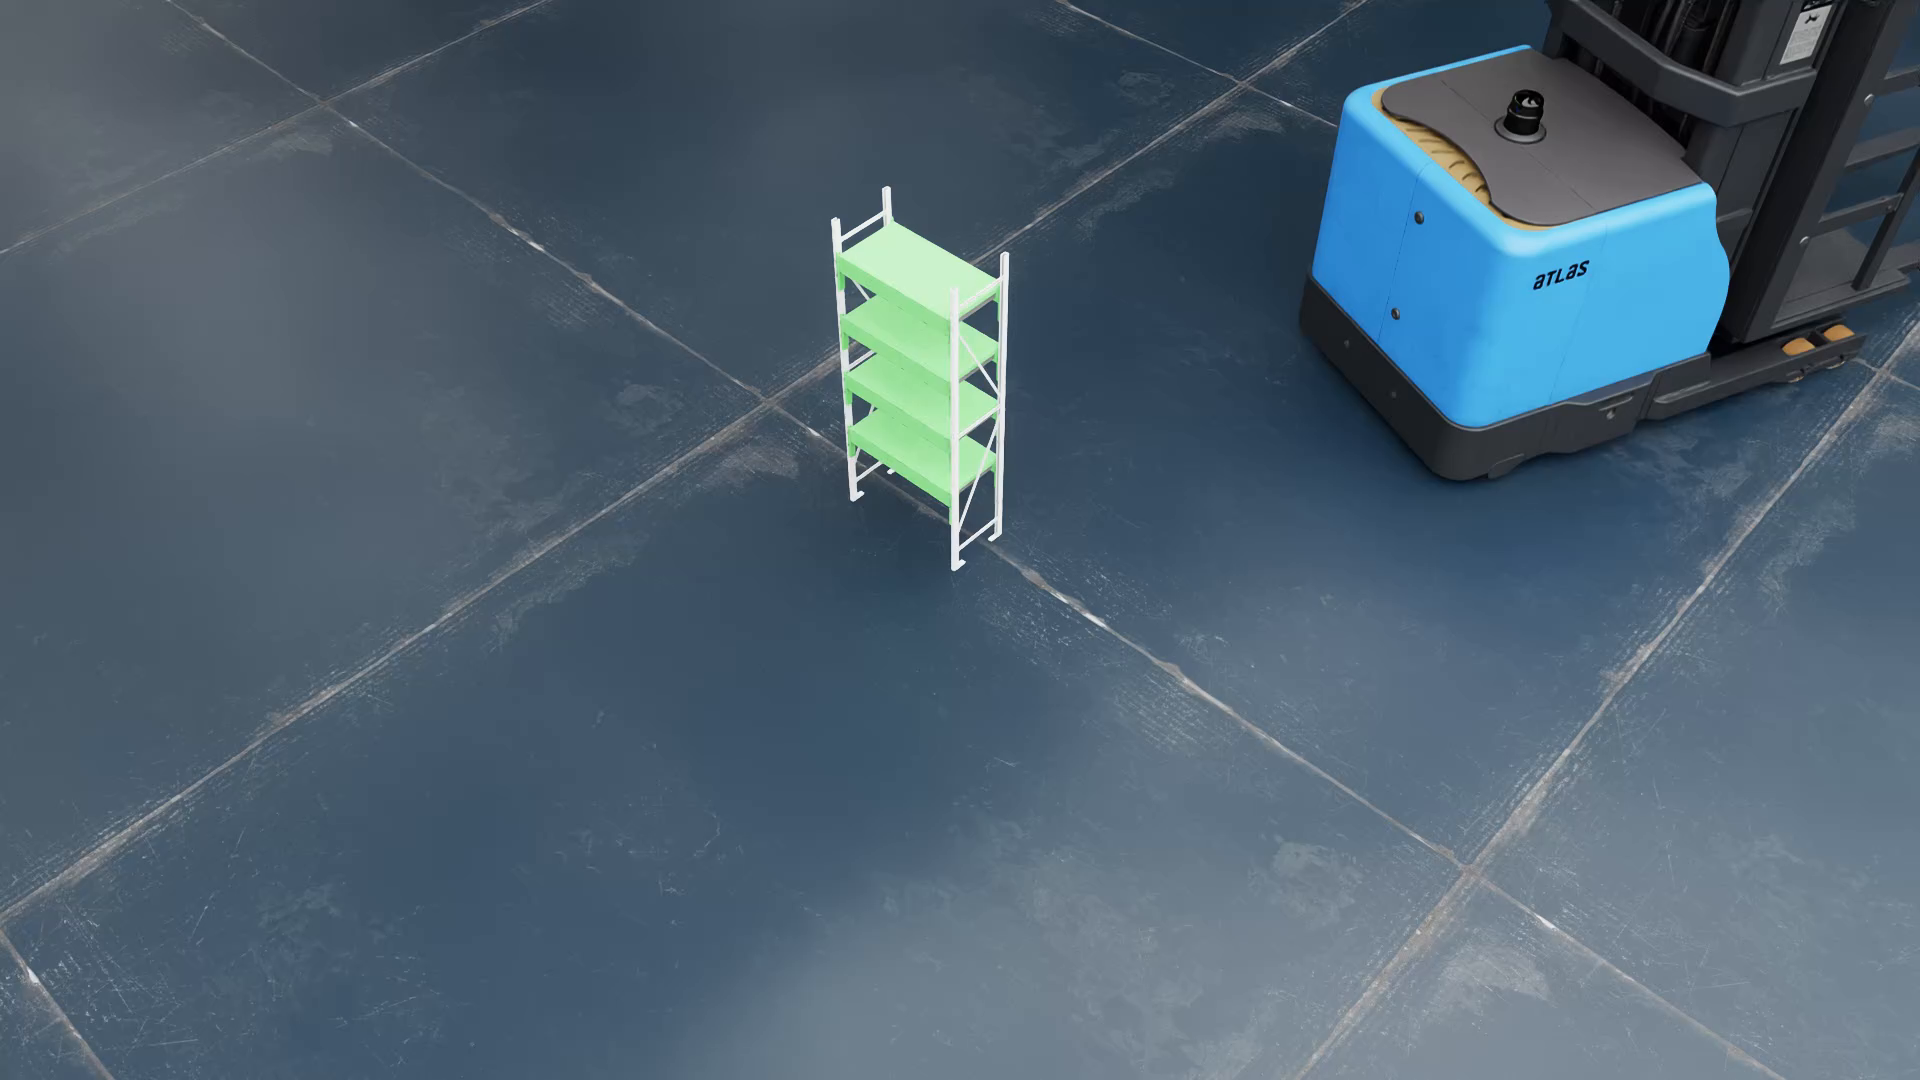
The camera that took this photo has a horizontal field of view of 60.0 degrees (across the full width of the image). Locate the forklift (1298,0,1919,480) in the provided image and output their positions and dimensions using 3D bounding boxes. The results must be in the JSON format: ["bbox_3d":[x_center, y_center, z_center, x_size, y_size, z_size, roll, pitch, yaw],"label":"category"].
[{"bbox_3d":[2.875,-1.937,5.558,3.031,2.935,1.130,-18,49,-16],"label":"forklift"}]

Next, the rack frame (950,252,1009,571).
[{"bbox_3d":[0.058,-0.372,5.276,0.015,1.200,0.240,34,55,28],"label":"rack frame"}]

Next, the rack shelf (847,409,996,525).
[{"bbox_3d":[-0.122,-0.285,5.611,0.480,0.148,0.258,34,55,28],"label":"rack shelf"}]

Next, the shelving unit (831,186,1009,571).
[{"bbox_3d":[-0.122,-0.493,5.389,0.503,1.200,0.258,34,55,28],"label":"shelving unit"}]

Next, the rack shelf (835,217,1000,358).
[{"bbox_3d":[-0.122,-0.777,5.086,0.480,0.148,0.258,34,55,28],"label":"rack shelf"}]

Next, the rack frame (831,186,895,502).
[{"bbox_3d":[-0.301,-0.613,5.503,0.015,1.200,0.240,34,55,28],"label":"rack frame"}]

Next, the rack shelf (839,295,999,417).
[{"bbox_3d":[-0.122,-0.613,5.261,0.480,0.148,0.258,34,55,28],"label":"rack shelf"}]

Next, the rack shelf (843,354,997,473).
[{"bbox_3d":[-0.122,-0.449,5.436,0.480,0.148,0.258,34,55,28],"label":"rack shelf"}]
